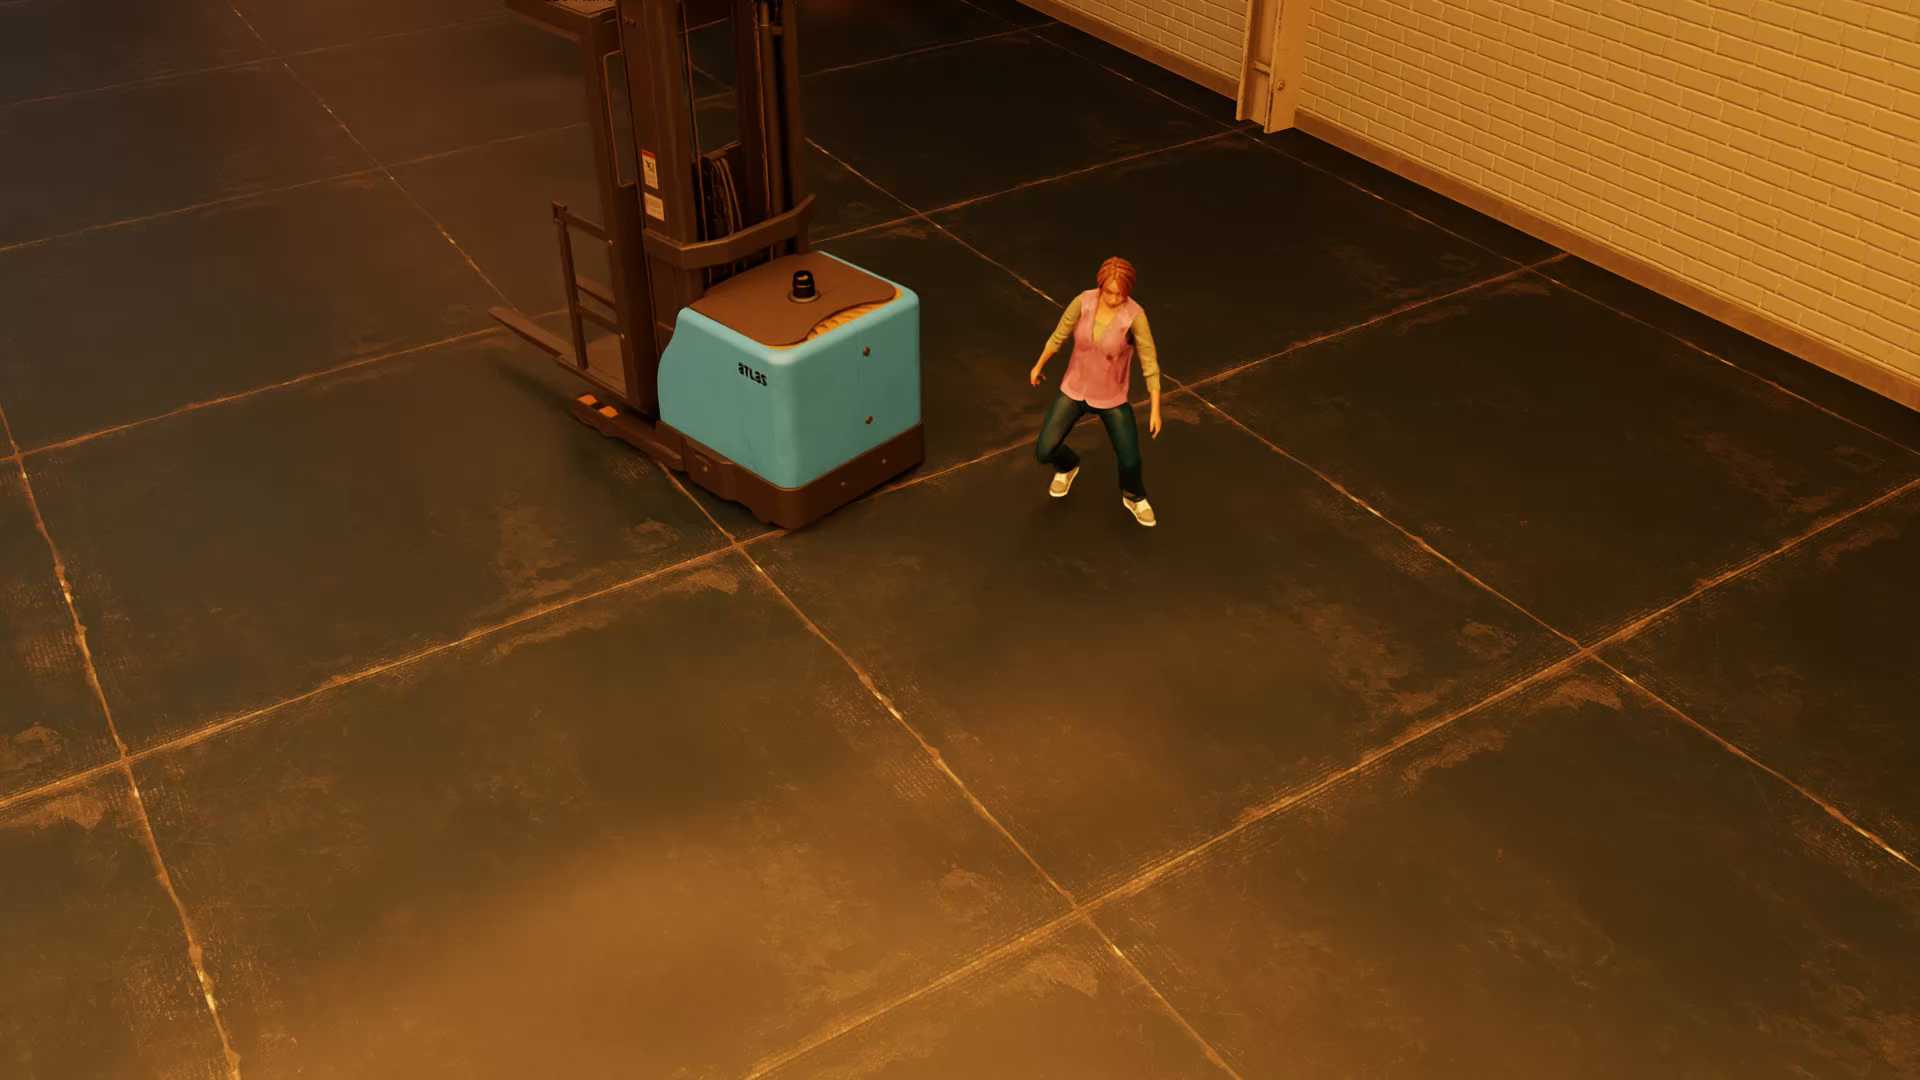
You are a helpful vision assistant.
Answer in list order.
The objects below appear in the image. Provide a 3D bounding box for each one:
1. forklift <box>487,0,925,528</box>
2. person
[{"bbox_3d":[-1.614,-1.991,8.981,3.031,2.935,1.130,28,44,34],"label":"forklift"},{"bbox_3d":[0.688,-0.750,8.465,0.762,1.515,0.452,16,38,21],"label":"person"}]
